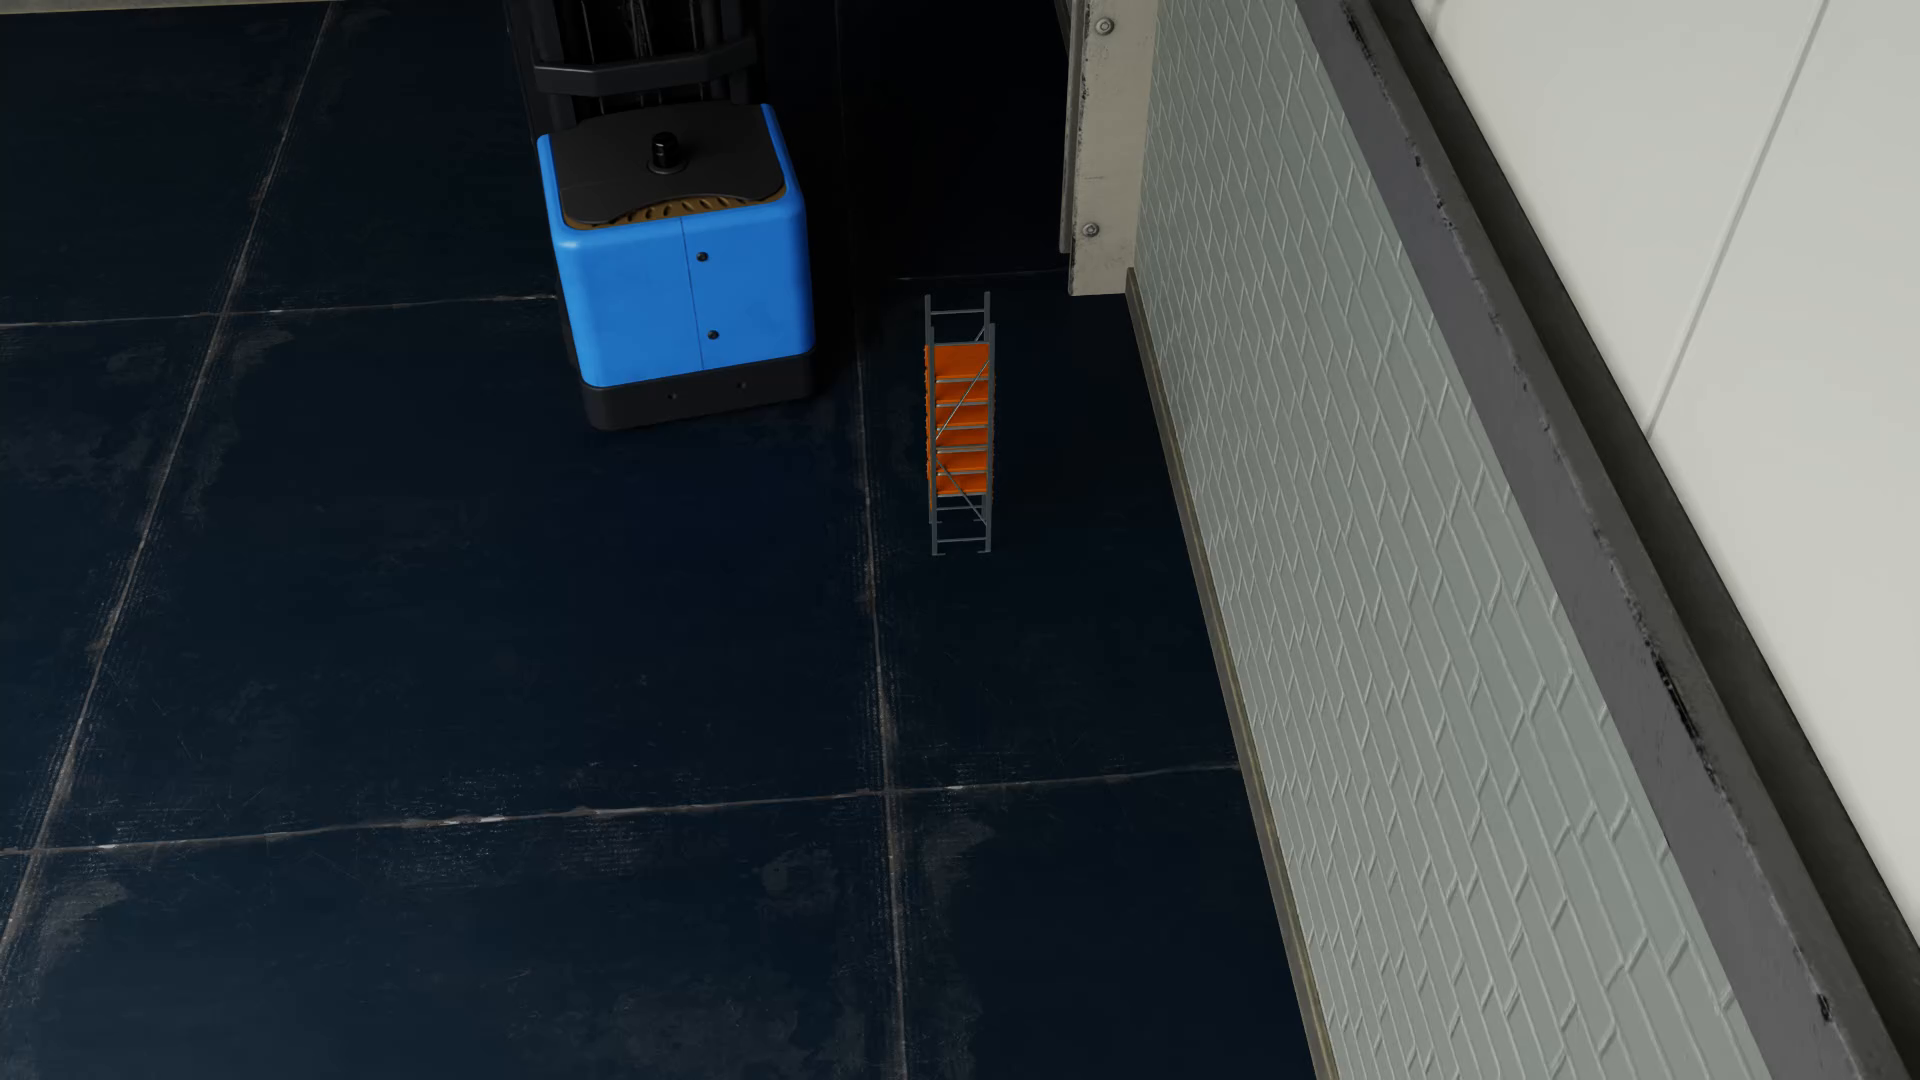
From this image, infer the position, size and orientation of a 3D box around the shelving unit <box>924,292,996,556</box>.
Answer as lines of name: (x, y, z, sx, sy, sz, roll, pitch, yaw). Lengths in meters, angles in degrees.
shelving unit: (-0.001, -0.423, 6.461, 0.258, 1.200, 0.189, -3, 47, -3)

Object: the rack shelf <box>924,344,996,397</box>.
rack shelf: (-0.001, -0.640, 6.232, 0.258, 0.103, 0.180, -3, 47, -3)

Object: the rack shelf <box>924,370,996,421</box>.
rack shelf: (-0.001, -0.558, 6.319, 0.258, 0.103, 0.180, -3, 47, -3)

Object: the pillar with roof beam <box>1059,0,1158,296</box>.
pillar with roof beam: (-3.627, -4.161, 4.629, 9.100, 9.000, 0.400, -3, 47, -3)

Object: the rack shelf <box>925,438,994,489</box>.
rack shelf: (-0.001, -0.310, 6.580, 0.258, 0.103, 0.180, -3, 47, -3)

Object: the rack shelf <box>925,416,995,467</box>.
rack shelf: (-0.001, -0.392, 6.493, 0.258, 0.103, 0.180, -3, 47, -3)

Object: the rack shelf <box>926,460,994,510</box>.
rack shelf: (-0.001, -0.227, 6.667, 0.258, 0.103, 0.180, -3, 47, -3)

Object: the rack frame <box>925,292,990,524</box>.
rack frame: (-0.009, -0.489, 6.523, 0.240, 1.200, 0.006, -3, 47, -3)

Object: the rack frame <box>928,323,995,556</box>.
rack frame: (0.006, -0.357, 6.398, 0.240, 1.200, 0.006, -3, 47, -3)

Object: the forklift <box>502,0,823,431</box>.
forklift: (-1.484, -2.576, 7.307, 1.130, 2.935, 3.031, -11, 48, -10)

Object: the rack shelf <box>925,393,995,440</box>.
rack shelf: (-0.001, -0.475, 6.406, 0.258, 0.103, 0.180, -3, 47, -3)
